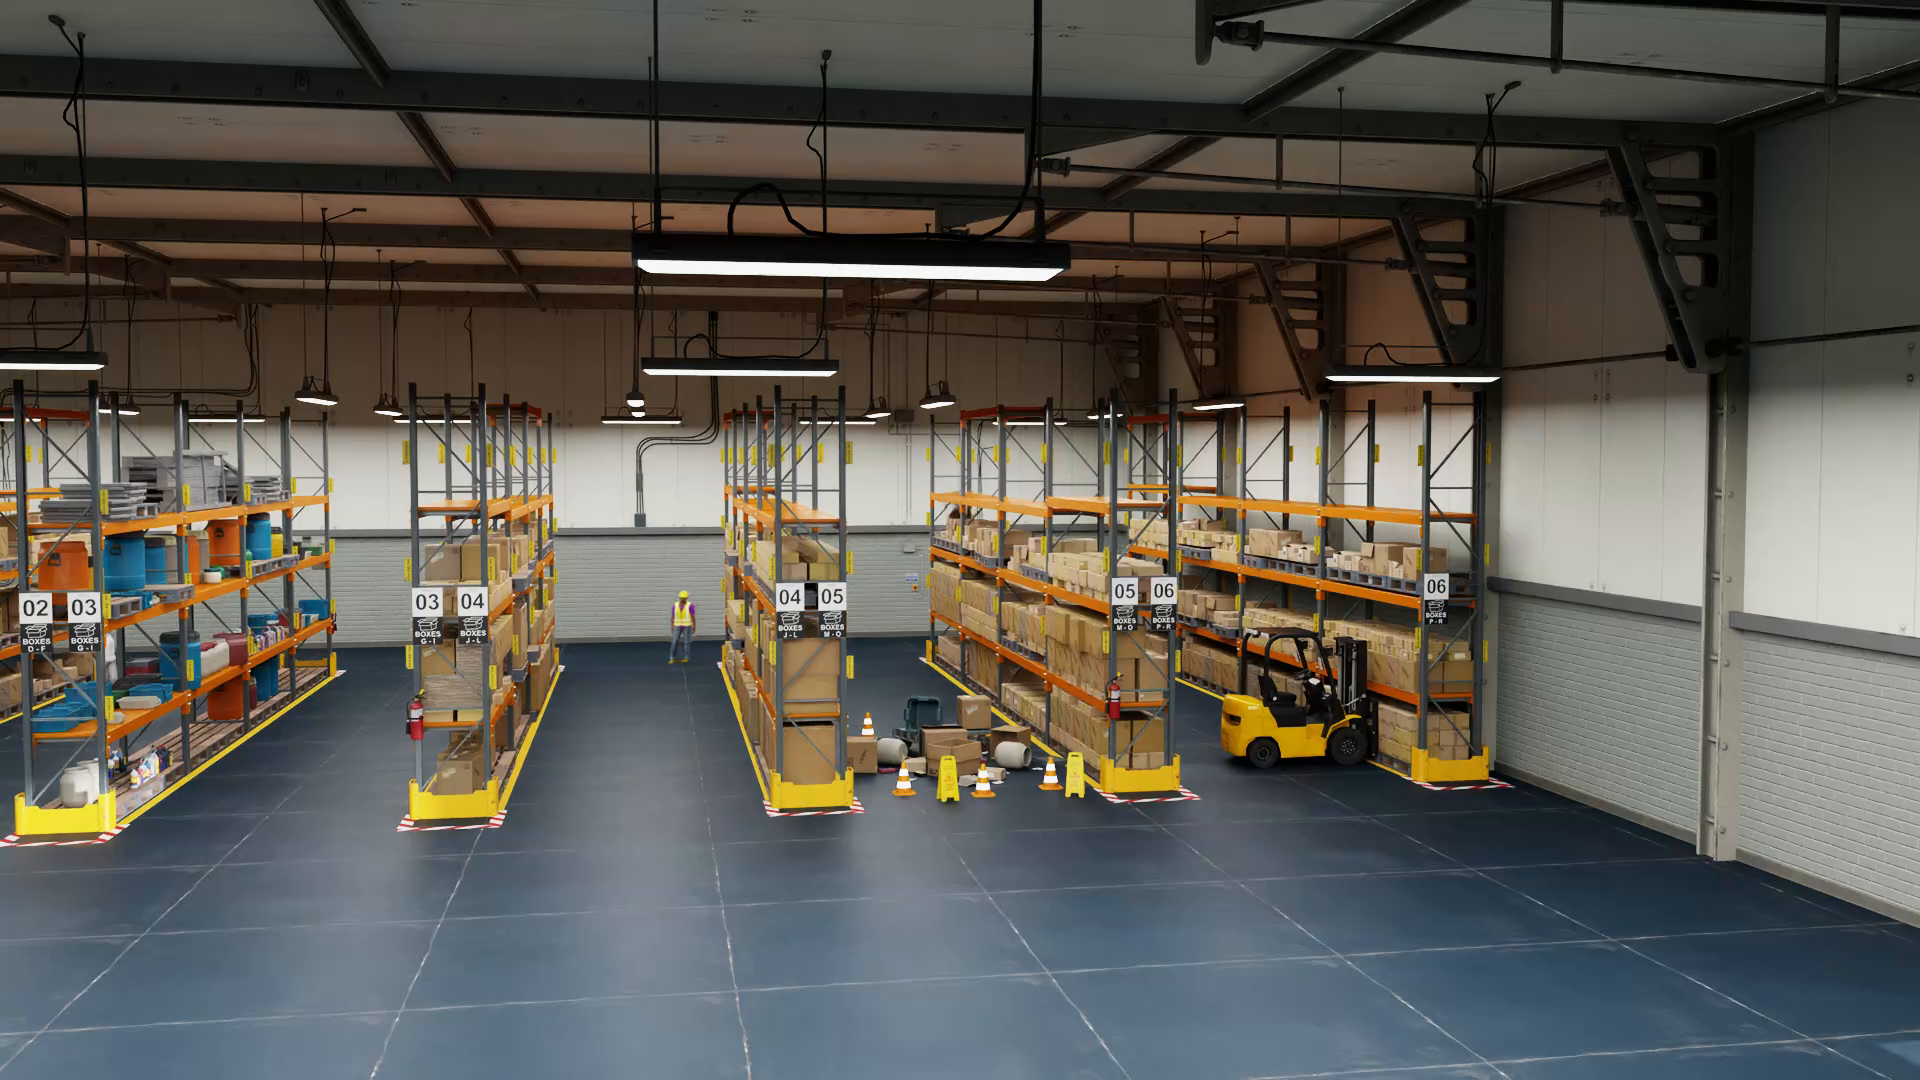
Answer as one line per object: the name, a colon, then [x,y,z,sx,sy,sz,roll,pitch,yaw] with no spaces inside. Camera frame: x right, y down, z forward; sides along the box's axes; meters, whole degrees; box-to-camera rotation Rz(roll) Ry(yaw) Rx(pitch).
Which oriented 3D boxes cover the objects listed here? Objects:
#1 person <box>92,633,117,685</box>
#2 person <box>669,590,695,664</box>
person: [-17.129,2.453,33.370,0.511,1.798,0.622,1,3,19]
person: [-6.713,2.106,40.167,0.646,1.786,0.421,0,3,-1]
